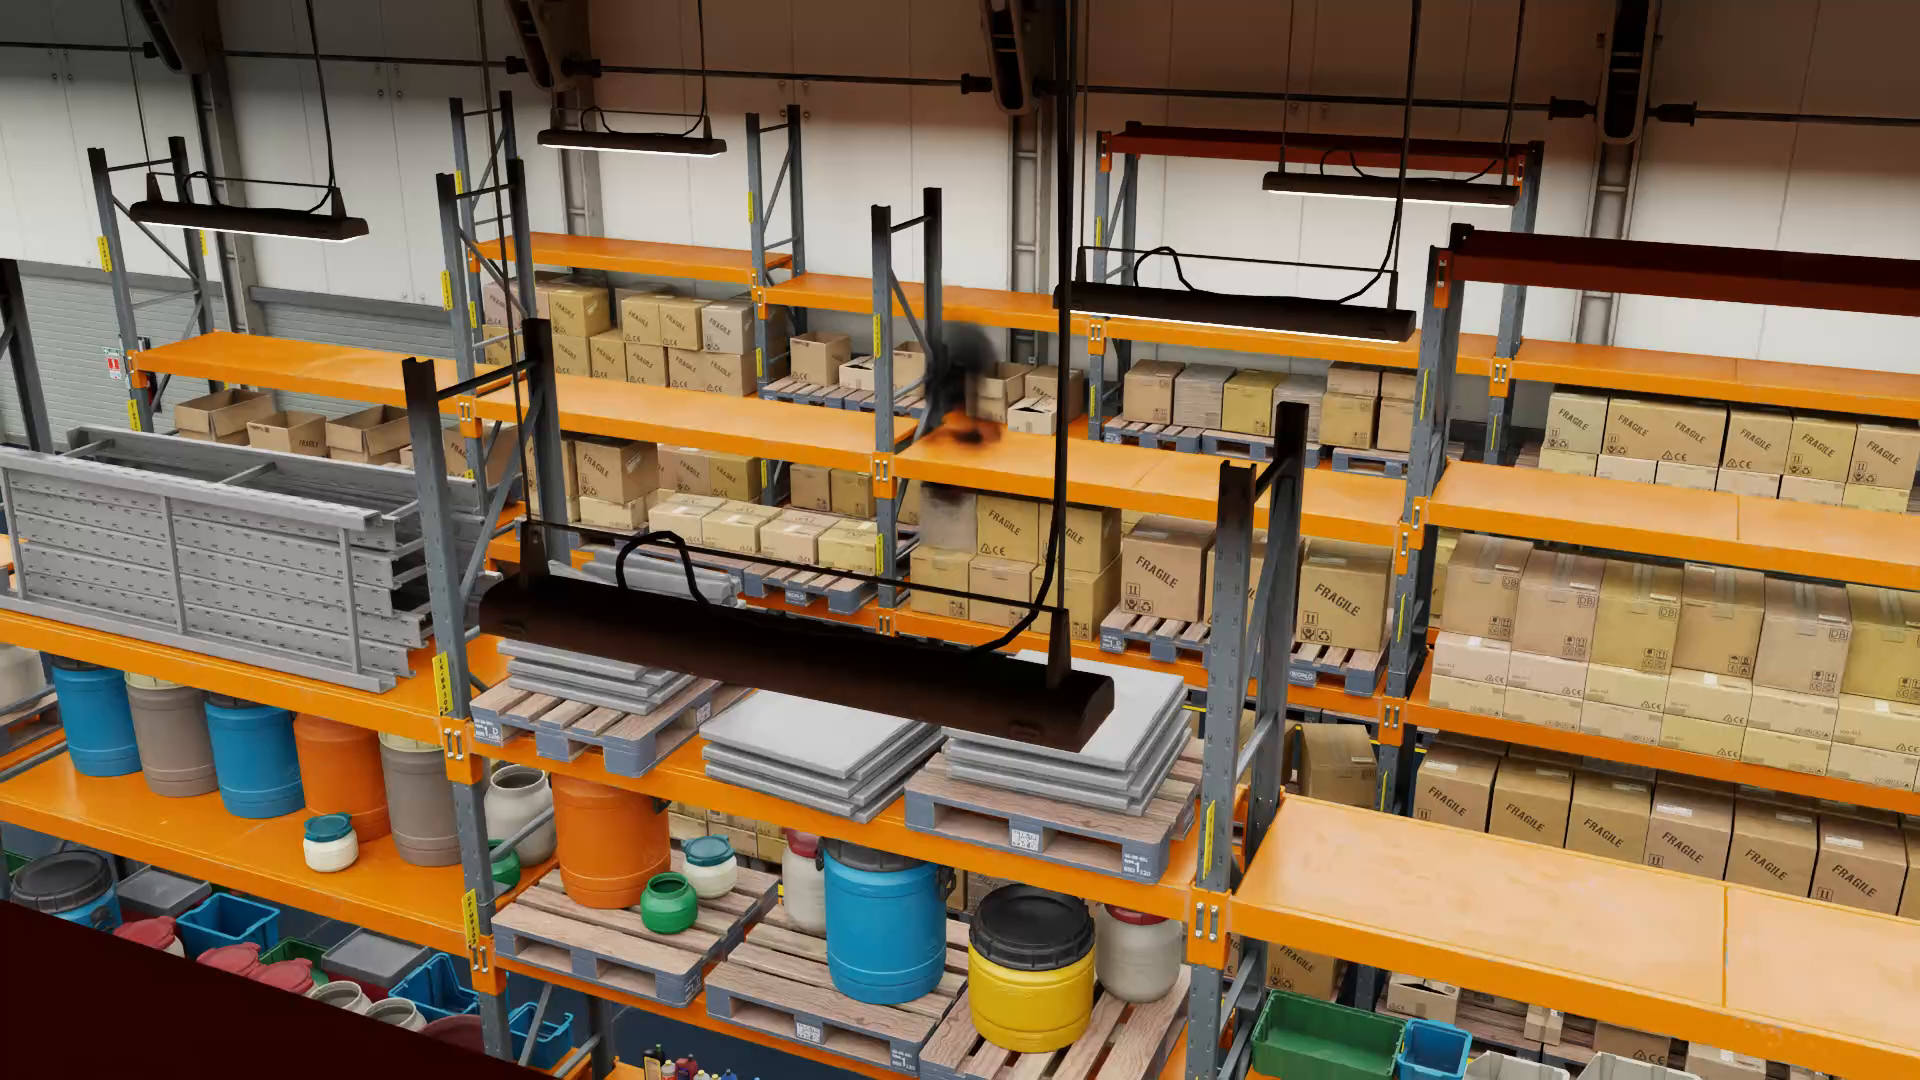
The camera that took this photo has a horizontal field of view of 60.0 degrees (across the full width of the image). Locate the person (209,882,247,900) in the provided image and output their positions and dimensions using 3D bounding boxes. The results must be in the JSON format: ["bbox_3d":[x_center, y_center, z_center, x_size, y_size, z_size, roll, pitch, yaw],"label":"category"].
[{"bbox_3d":[-6.029,2.545,13.430,0.674,1.716,0.626,10,23,24],"label":"person"}]
